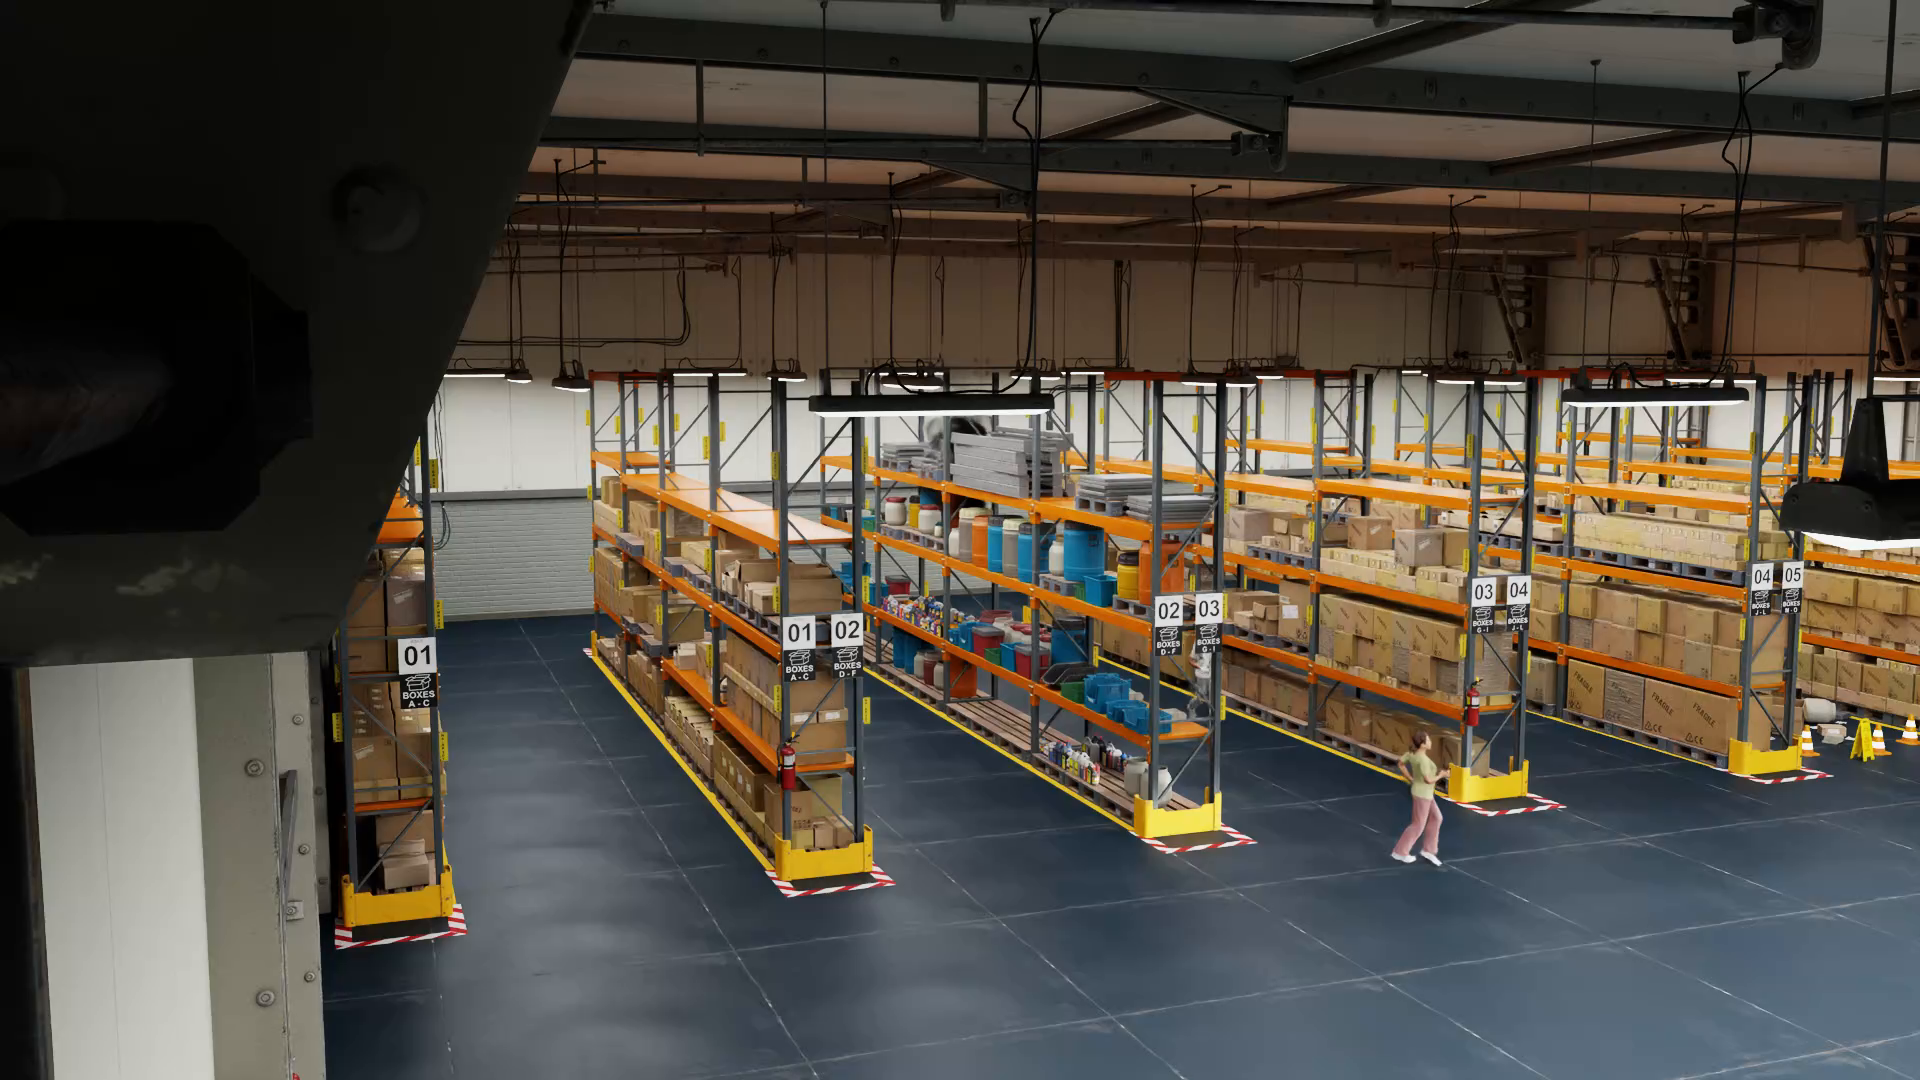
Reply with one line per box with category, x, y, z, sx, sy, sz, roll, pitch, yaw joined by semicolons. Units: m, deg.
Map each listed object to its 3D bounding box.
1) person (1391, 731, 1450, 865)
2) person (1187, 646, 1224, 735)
person;5.691;3.207;20.559;0.691;1.714;0.557;0;6;3
person;4.160;2.321;28.062;0.707;1.769;1.032;-3;7;-22
